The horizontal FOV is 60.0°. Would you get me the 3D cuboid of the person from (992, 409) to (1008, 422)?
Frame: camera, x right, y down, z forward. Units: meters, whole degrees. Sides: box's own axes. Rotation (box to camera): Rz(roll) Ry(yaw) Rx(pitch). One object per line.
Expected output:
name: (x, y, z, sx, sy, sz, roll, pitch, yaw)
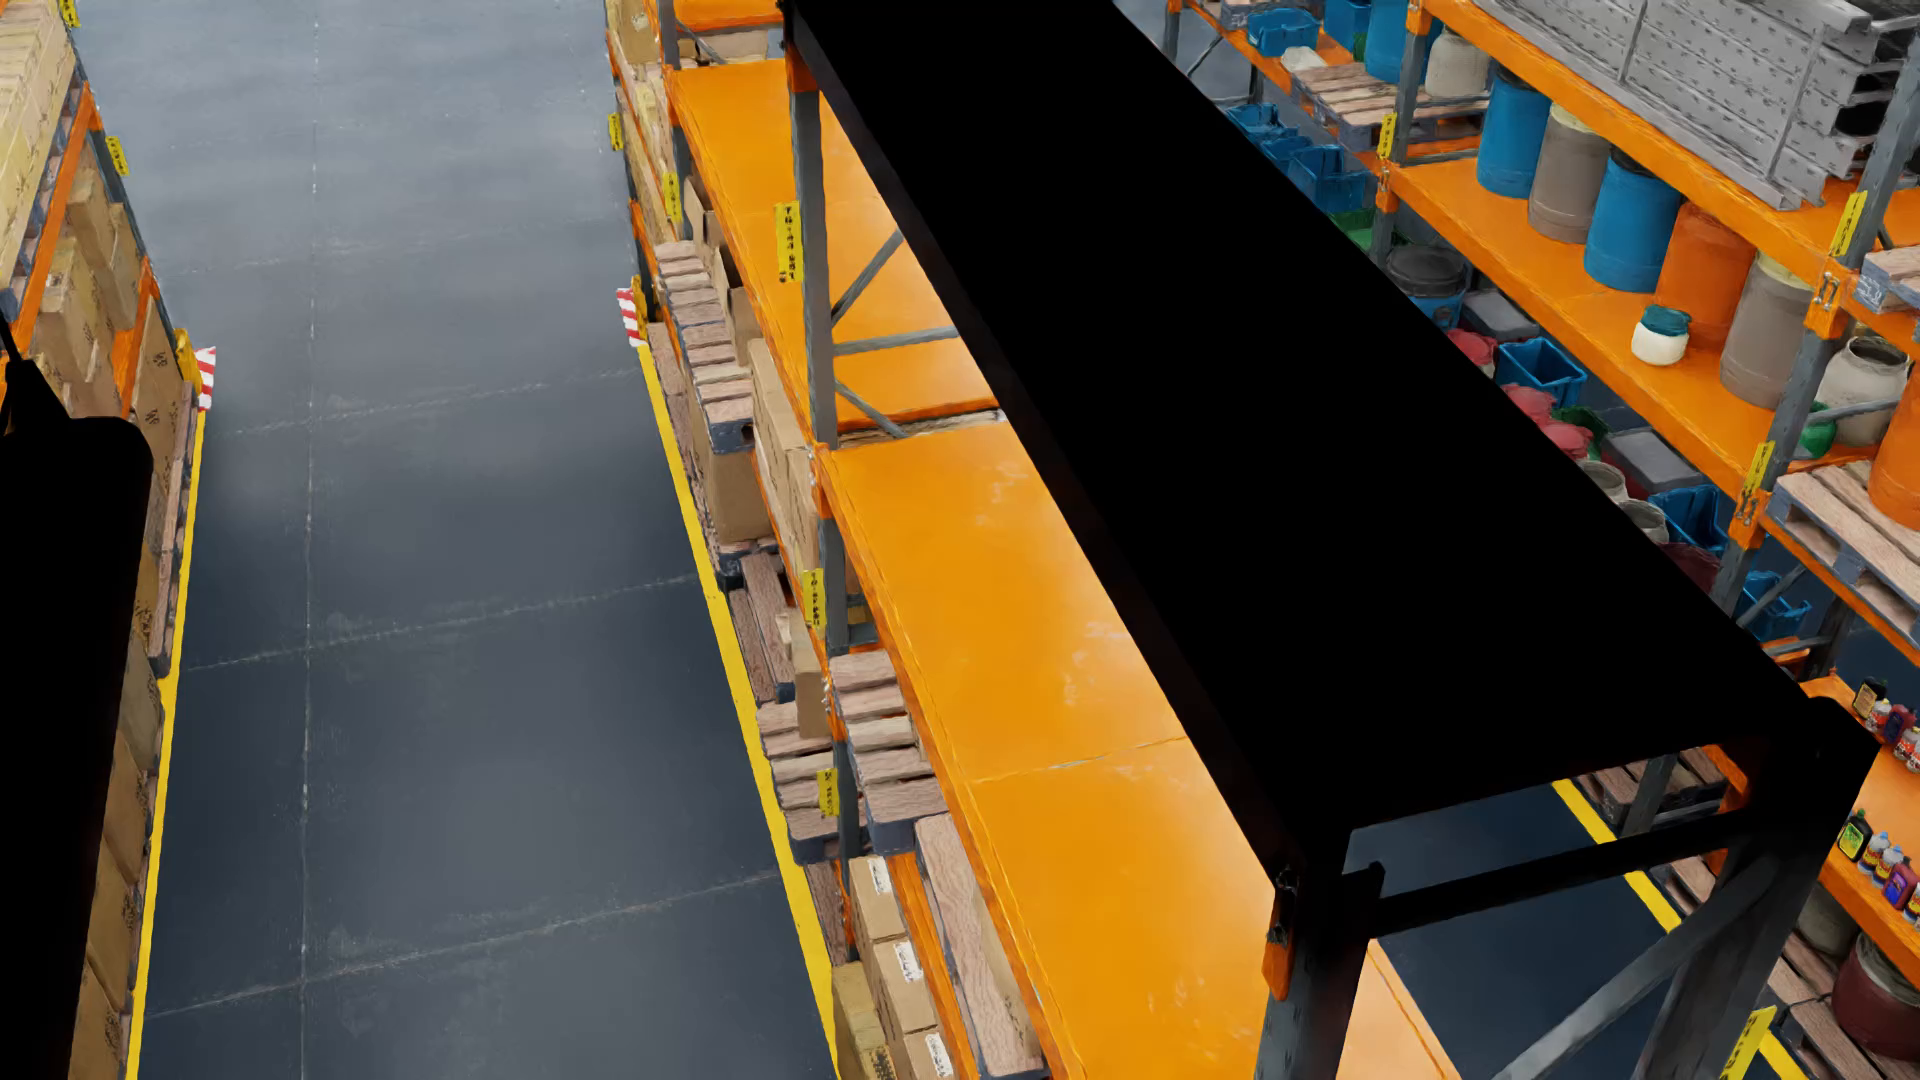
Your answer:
person: (0.471, -0.818, 12.482, 0.677, 1.726, 0.574, -12, 40, -15)
